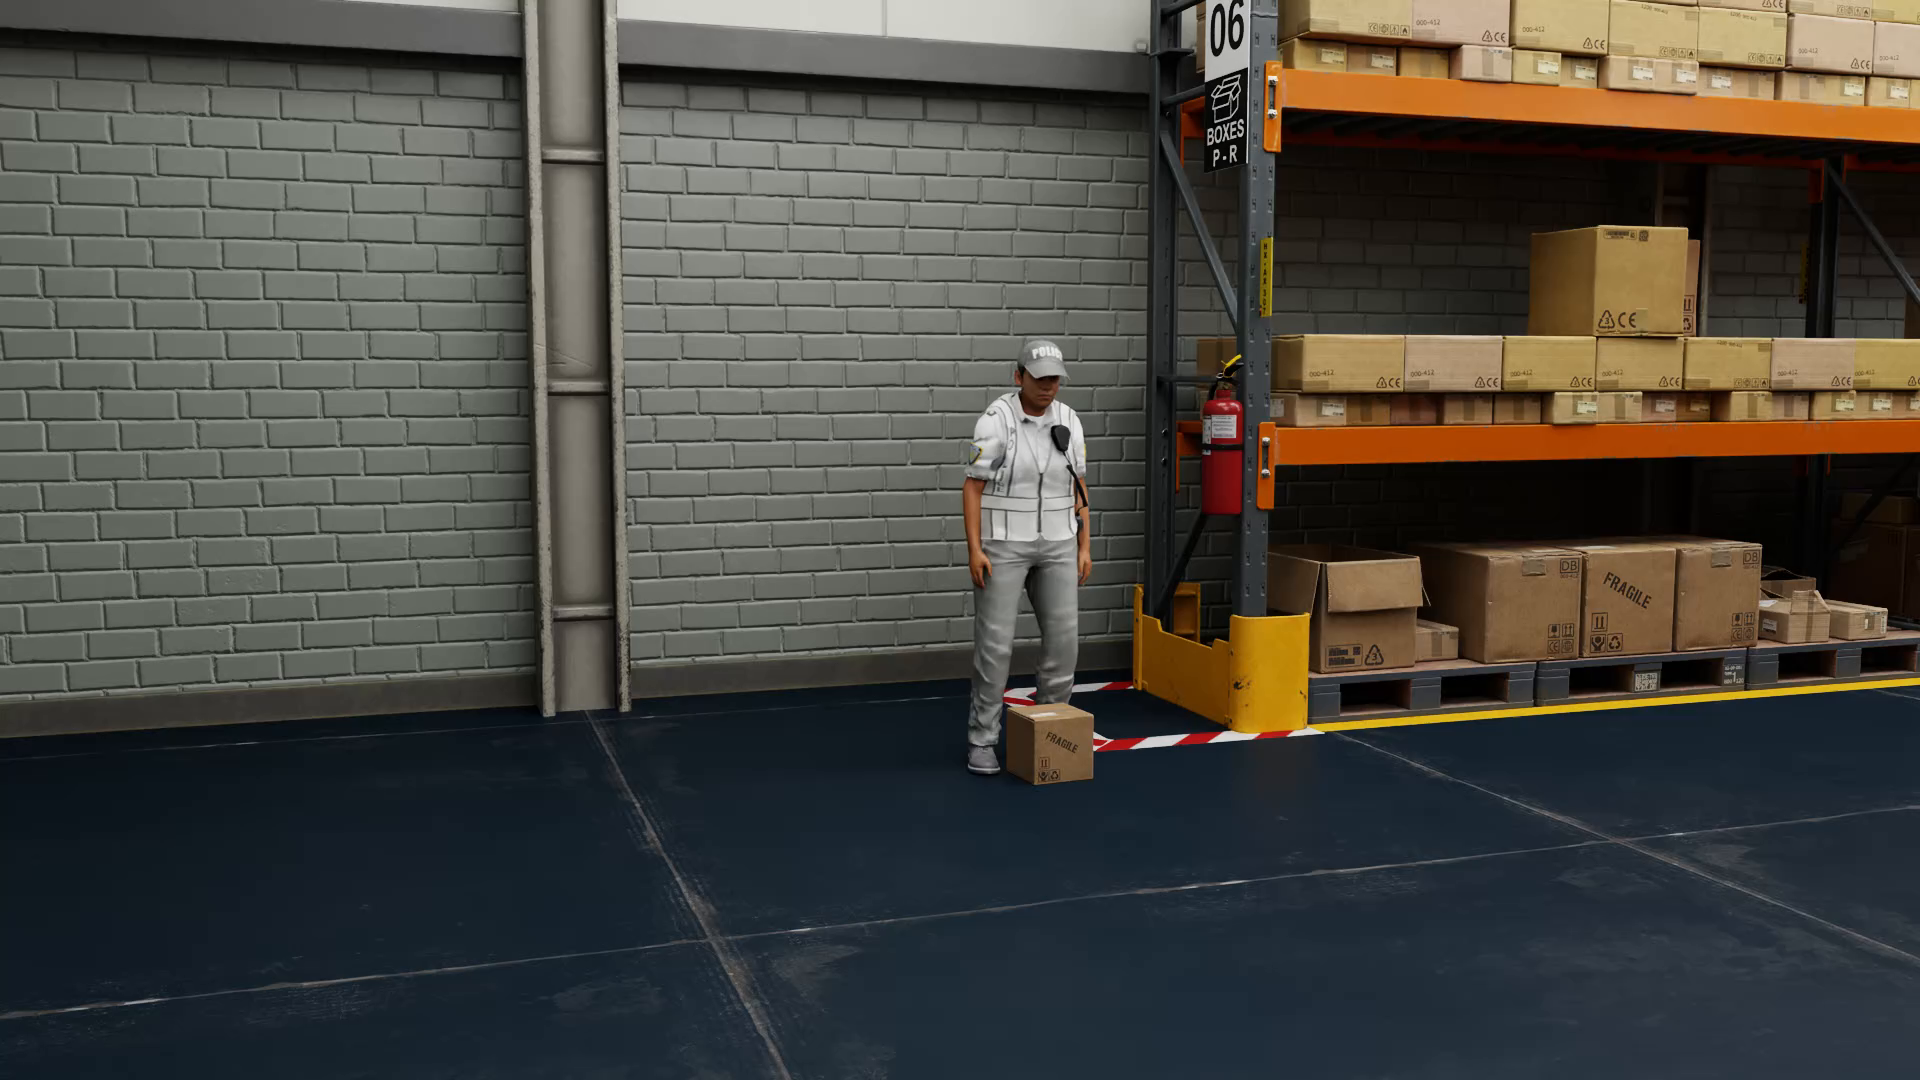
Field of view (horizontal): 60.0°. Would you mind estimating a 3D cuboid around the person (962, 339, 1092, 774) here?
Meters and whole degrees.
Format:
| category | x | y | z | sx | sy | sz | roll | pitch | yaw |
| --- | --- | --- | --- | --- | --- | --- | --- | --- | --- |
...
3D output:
| category | x | y | z | sx | sy | sz | roll | pitch | yaw |
| --- | --- | --- | --- | --- | --- | --- | --- | --- | --- |
| person | 0.266 | 0.054 | 6.505 | 0.540 | 1.667 | 0.466 | -2 | 6 | -18 |
